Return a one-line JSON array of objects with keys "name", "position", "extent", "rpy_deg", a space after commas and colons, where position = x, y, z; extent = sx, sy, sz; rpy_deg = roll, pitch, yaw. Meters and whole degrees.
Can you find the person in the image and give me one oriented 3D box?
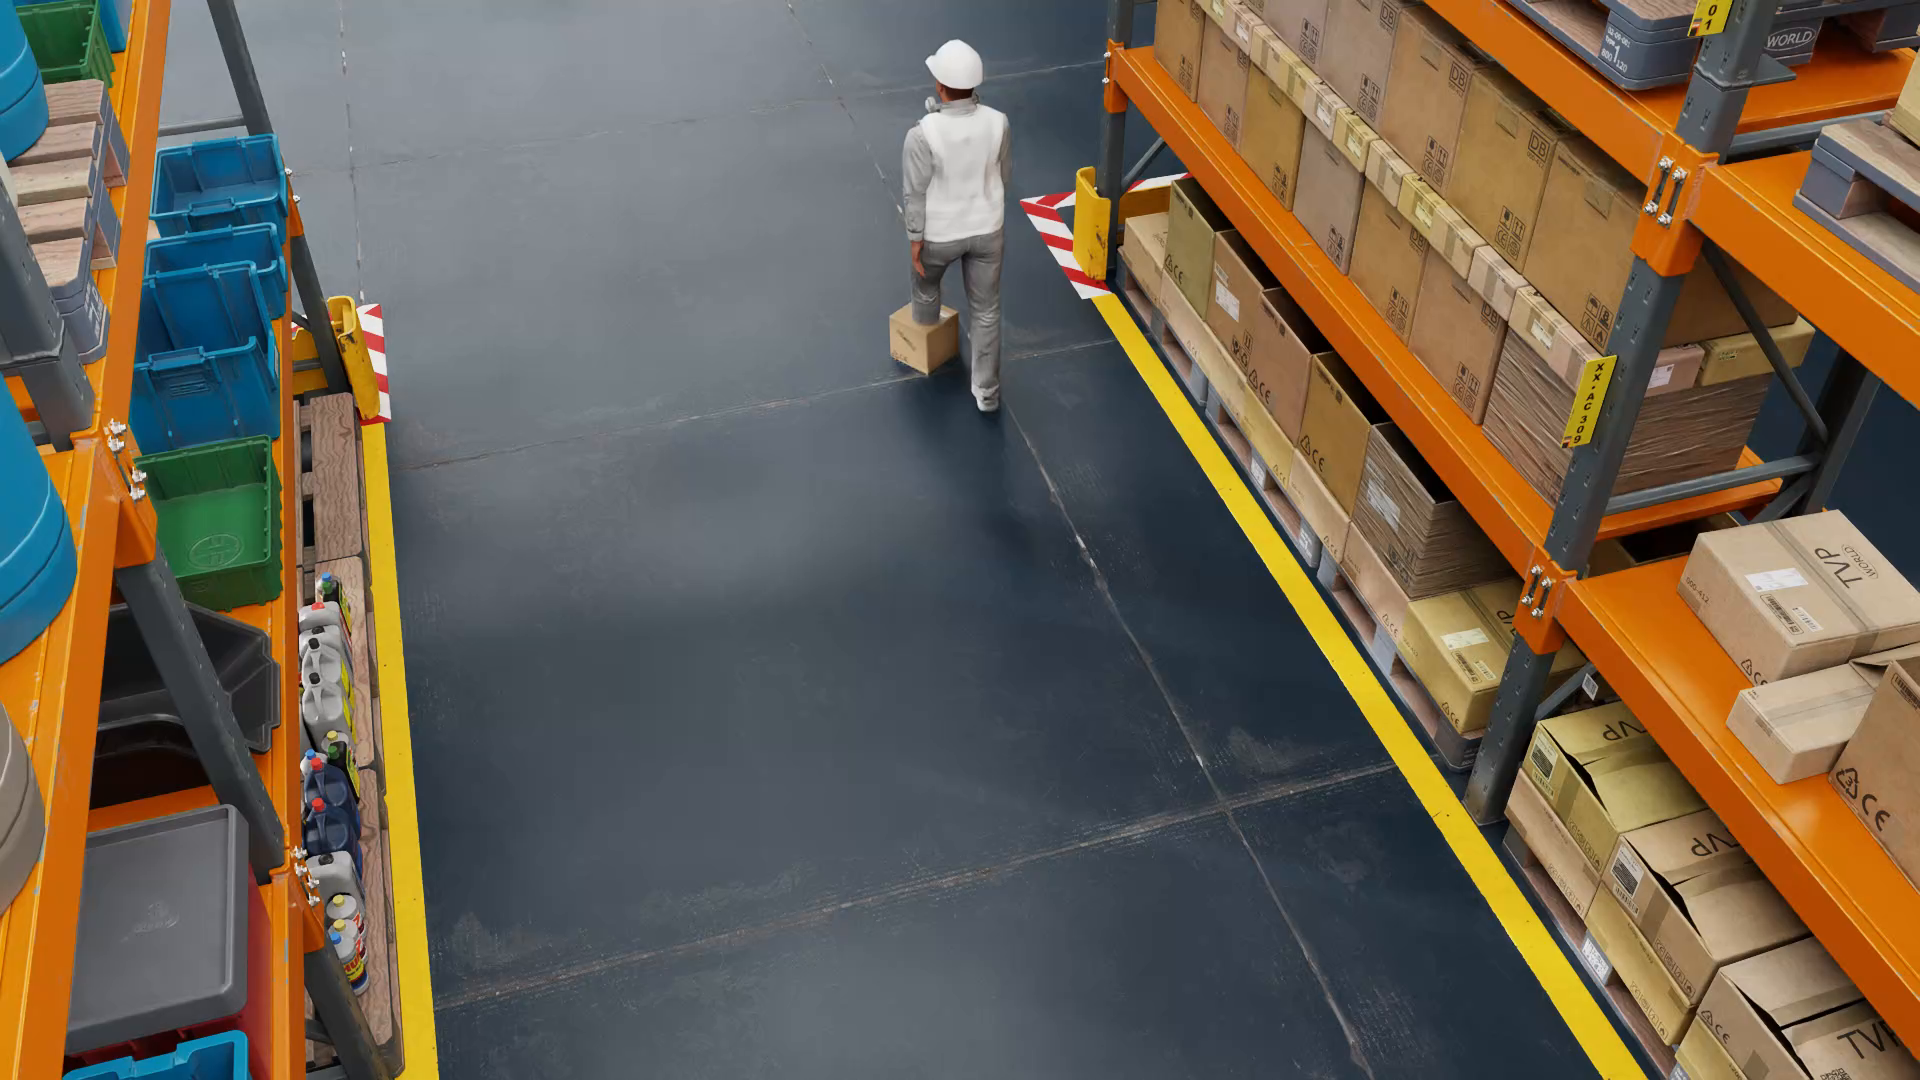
[{"name": "person", "position": [-0.027, -1.514, 7.827], "extent": [0.445, 1.759, 0.906], "rpy_deg": [-10, 43, -11]}]
